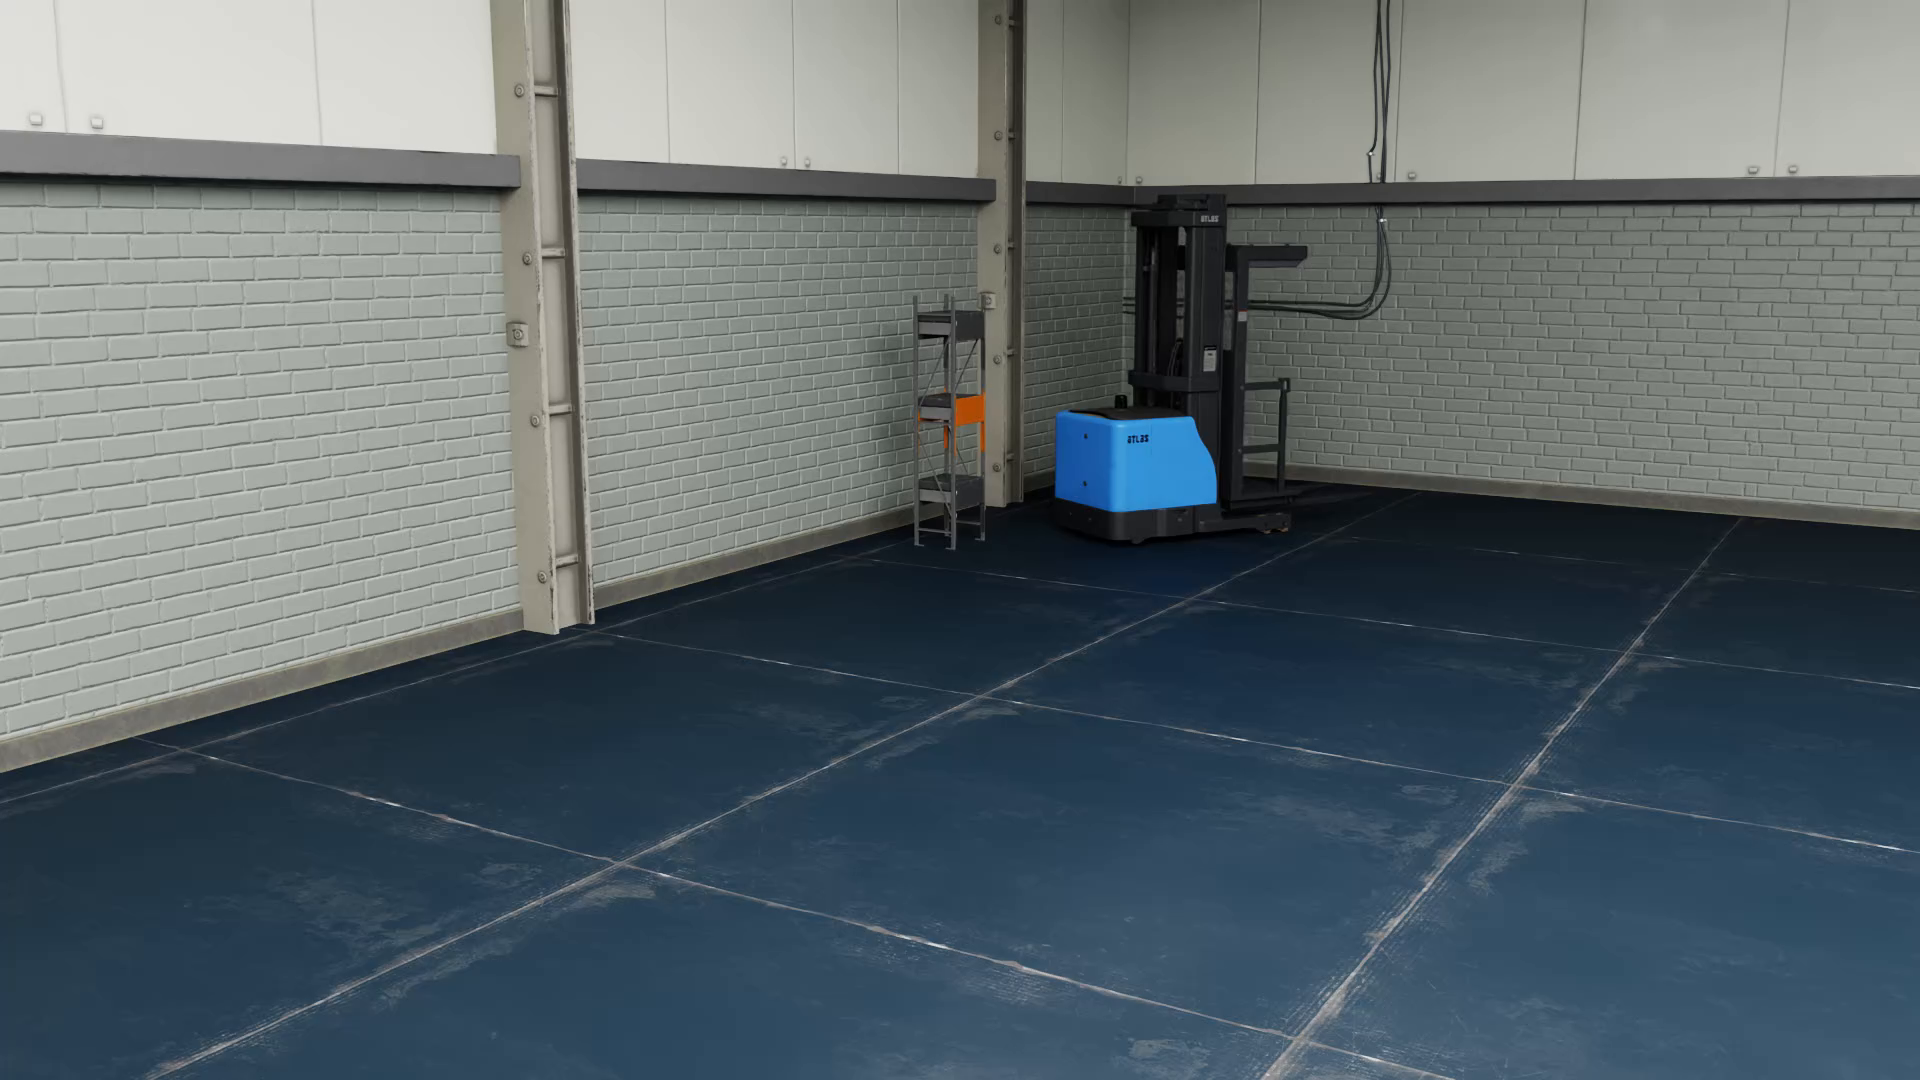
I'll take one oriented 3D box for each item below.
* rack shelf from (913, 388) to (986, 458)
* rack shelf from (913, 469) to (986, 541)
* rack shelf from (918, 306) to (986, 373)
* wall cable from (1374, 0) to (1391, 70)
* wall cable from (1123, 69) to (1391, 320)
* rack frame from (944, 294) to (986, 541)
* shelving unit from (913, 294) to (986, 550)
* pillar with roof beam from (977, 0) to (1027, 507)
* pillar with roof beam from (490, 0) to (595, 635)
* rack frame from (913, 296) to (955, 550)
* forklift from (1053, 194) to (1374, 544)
[{"bbox_3d":[-0.086,-0.993,14.039,0.431,0.518,0.480,6,12,31],"label":"rack shelf"},{"bbox_3d":[-0.086,-0.305,14.168,0.431,0.518,0.480,6,12,31],"label":"rack shelf"},{"bbox_3d":[-0.086,-1.681,13.910,0.431,0.518,0.480,6,12,31],"label":"rack shelf"},{"bbox_3d":[5.367,-5.820,15.713,3.097,2.526,0.112,6,12,31],"label":"wall cable"},{"bbox_3d":[3.054,-3.596,17.558,3.097,2.526,0.112,6,12,31],"label":"wall cable"},{"bbox_3d":[0.041,-1.044,14.241,0.400,2.100,0.015,6,12,31],"label":"rack frame"},{"bbox_3d":[-0.086,-1.006,14.036,0.431,2.100,0.503,6,12,31],"label":"shelving unit"},{"bbox_3d":[4.074,-4.374,13.276,9.100,9.000,0.400,6,12,31],"label":"pillar with roof beam"},{"bbox_3d":[0.959,-3.430,8.235,9.100,9.000,0.400,6,12,31],"label":"pillar with roof beam"},{"bbox_3d":[-0.213,-0.968,13.831,0.400,2.100,0.015,6,12,31],"label":"rack frame"},{"bbox_3d":[2.367,-1.576,14.823,3.031,2.935,1.130,-6,12,-28],"label":"forklift"}]
